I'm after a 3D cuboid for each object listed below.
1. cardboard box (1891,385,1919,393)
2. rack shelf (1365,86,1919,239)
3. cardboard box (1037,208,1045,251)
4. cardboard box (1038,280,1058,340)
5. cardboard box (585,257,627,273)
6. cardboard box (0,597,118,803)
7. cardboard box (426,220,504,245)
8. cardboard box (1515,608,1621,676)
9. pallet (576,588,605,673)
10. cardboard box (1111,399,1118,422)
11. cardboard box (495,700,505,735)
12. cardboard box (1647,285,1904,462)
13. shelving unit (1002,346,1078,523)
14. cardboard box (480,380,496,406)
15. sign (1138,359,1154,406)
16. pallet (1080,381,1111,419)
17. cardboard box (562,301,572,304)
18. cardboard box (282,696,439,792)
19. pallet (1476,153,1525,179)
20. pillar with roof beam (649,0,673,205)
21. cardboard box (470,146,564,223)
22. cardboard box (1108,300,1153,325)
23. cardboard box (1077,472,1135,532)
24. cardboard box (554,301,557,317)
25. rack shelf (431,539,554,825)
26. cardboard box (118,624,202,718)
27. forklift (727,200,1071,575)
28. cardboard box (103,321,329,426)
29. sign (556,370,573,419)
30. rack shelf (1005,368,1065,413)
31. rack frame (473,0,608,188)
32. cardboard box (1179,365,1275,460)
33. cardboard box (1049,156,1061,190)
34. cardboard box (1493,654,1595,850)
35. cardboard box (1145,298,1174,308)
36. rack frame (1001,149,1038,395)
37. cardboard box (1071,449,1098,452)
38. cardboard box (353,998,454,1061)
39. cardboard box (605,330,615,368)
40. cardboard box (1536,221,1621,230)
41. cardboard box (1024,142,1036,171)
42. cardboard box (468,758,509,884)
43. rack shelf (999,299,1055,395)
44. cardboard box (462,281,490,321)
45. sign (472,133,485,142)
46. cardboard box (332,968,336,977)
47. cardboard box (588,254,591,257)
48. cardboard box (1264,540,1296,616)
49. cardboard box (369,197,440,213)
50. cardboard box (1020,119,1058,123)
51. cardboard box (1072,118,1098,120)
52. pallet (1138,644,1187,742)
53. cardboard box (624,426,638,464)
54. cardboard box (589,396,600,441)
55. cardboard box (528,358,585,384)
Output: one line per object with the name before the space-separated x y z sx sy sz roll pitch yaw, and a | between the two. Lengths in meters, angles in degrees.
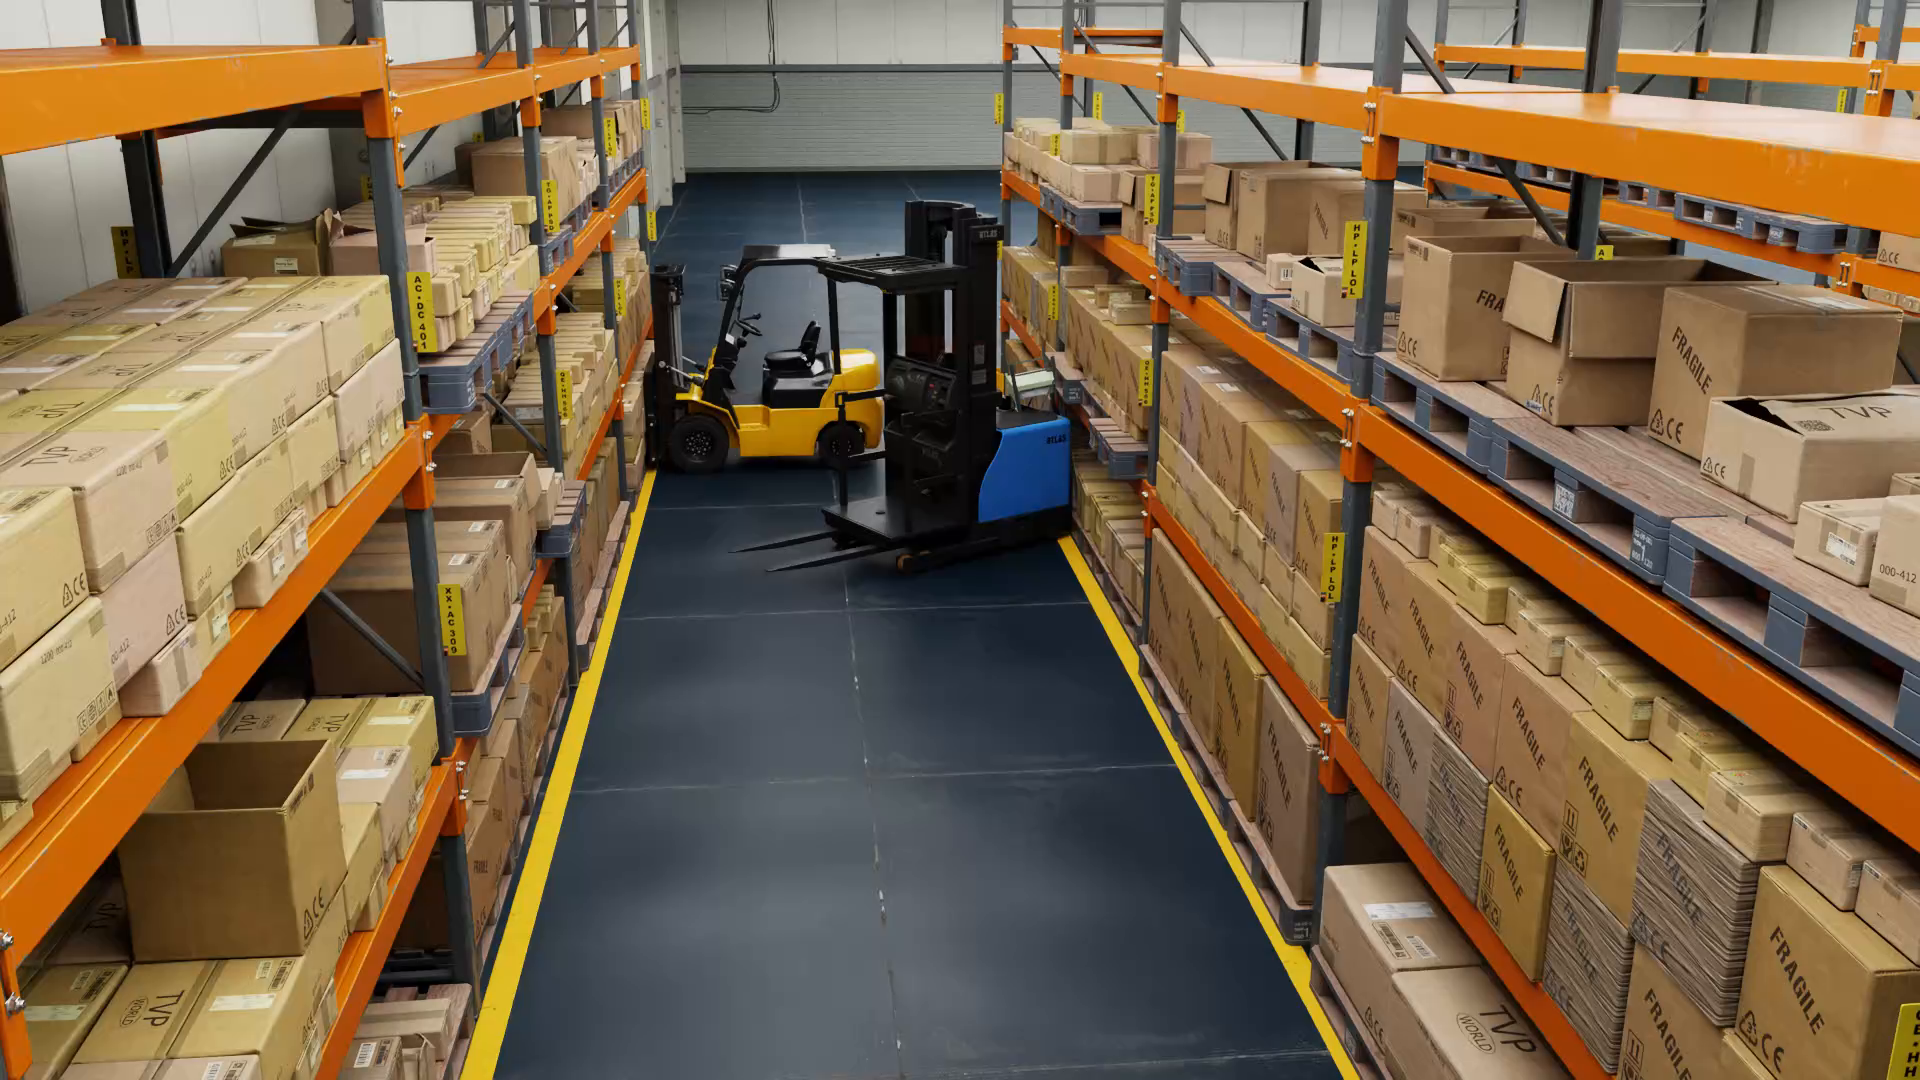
cardboard box | 6.571 -0.974 11.497 0.380 0.149 0.250 -2 18 -6
rack shelf | 2.421 -1.112 5.066 1.077 0.370 4.000 -2 18 -6
cardboard box | 1.247 -3.476 18.410 0.700 0.500 0.500 -2 18 -7
cardboard box | 1.037 -2.231 16.112 0.500 0.500 0.500 -1 17 -4
cardboard box | -3.549 -2.743 16.659 0.380 0.149 0.250 -2 17 -5
cardboard box | -2.083 0.324 3.383 0.500 0.250 0.500 -2 18 -6
cardboard box | -2.671 -1.629 8.939 0.380 0.149 0.250 -2 18 -5
cardboard box | 2.128 0.342 5.660 0.380 0.149 0.250 -2 18 -5
pallet | -3.180 0.667 12.201 1.003 0.211 1.213 -2 18 -6
cardboard box | 1.347 -0.969 12.475 0.380 0.149 0.250 -3 18 -8
cardboard box | -2.691 0.955 9.016 0.380 0.149 0.250 -1 17 -4
cardboard box | 2.569 -0.520 5.284 0.500 0.500 0.500 -1 17 -5
shelving unit | 0.743 -0.933 14.995 0.431 1.500 0.755 -12 14 -1
cardboard box | -3.473 -1.019 11.664 0.380 0.149 0.250 -2 18 -6
sign | 1.264 -1.067 11.267 0.100 0.325 0.005 -2 18 -6
pallet | 1.558 -1.069 13.394 1.003 0.211 1.213 -2 18 -6
cardboard box | -3.972 -2.082 16.135 0.500 0.500 0.500 -2 18 -7
cardboard box | -2.427 0.848 6.721 0.500 0.250 0.500 -1 17 -4
pallet | 6.107 -3.942 17.366 1.003 0.211 1.213 -2 18 -6
pillar with roof beam | -2.977 -12.711 40.142 9.100 9.000 0.400 -2 18 -6
cardboard box | -2.967 -2.368 11.168 0.500 0.500 0.500 -2 18 -5
cardboard box | 1.353 -1.750 12.796 0.380 0.149 0.250 -3 18 -8
cardboard box | 1.524 -0.340 14.438 0.950 0.372 0.625 -1 17 -2
cardboard box | -3.835 -2.054 14.962 0.380 0.149 0.250 -2 18 -6
rack shelf | -2.928 0.522 9.208 1.077 0.370 4.000 -2 18 -6
cardboard box | -2.097 0.321 4.058 0.380 0.149 0.250 -1 17 -4
forklift | -0.503 -1.287 13.885 3.031 2.935 1.130 -12 21 -34
cardboard box | -2.325 -0.520 5.238 0.500 0.250 0.500 -1 17 -5
sign | -2.595 -0.952 10.899 0.100 0.325 0.005 -2 18 -6
rack shelf | 0.668 -1.304 14.901 0.431 0.370 0.720 -12 14 -1
rack frame | -3.547 -4.471 13.896 1.000 3.000 0.127 -2 18 -6
cardboard box | 1.671 -0.795 10.364 0.500 0.500 0.500 -2 18 -5
cardboard box | 1.052 -3.137 14.203 0.500 0.250 0.500 -2 18 -7
cardboard box | 2.160 0.699 5.608 0.500 0.500 0.500 -2 18 -6
cardboard box | 1.766 -1.721 13.787 0.500 0.500 0.500 -1 17 -4
rack frame | 0.977 -2.955 19.082 1.000 3.000 0.127 -2 18 -6
cardboard box | 1.062 -0.820 16.170 0.500 0.250 0.500 -1 17 -3
cardboard box | -2.372 2.091 7.067 0.380 0.149 0.250 -2 18 -7
cardboard box | -3.242 -1.638 14.301 0.500 0.250 0.500 -2 18 -7
cardboard box | 6.208 -2.970 17.075 0.875 0.550 0.550 -2 18 -6
cardboard box | 0.918 -3.842 16.653 0.500 0.250 0.500 -1 17 -4
cardboard box | -2.612 1.457 8.500 0.500 0.500 0.500 -2 18 -6
rack shelf | 1.184 -2.016 17.292 1.077 0.370 4.000 -2 18 -6
cardboard box | -2.414 -1.115 7.764 0.380 0.149 0.250 -2 17 -5
sign | -4.099 -3.307 14.200 0.100 0.325 0.005 -2 18 -6
cardboard box | -2.296 1.442 5.496 0.380 0.149 0.250 -2 18 -6
cardboard box | -4.102 -3.036 17.593 0.380 0.149 0.250 -1 17 -5
cardboard box | 1.869 0.180 8.510 0.500 0.250 0.500 -1 17 -4
cardboard box | -3.371 -1.991 10.091 0.380 0.149 0.250 -2 18 -8
cardboard box | 0.853 -4.460 17.956 0.380 0.149 0.250 -2 18 -6
cardboard box | 1.306 -4.555 18.259 0.380 0.149 0.250 -2 18 -5
pallet | 1.809 0.996 11.153 1.003 0.211 1.213 -2 18 -6
cardboard box | -3.290 -0.890 15.558 0.500 0.250 0.500 -2 18 -6
cardboard box | -3.096 -0.943 12.924 0.500 0.250 0.500 -1 17 -4
cardboard box | -3.018 -1.263 12.442 0.380 0.149 0.250 -1 17 -4
